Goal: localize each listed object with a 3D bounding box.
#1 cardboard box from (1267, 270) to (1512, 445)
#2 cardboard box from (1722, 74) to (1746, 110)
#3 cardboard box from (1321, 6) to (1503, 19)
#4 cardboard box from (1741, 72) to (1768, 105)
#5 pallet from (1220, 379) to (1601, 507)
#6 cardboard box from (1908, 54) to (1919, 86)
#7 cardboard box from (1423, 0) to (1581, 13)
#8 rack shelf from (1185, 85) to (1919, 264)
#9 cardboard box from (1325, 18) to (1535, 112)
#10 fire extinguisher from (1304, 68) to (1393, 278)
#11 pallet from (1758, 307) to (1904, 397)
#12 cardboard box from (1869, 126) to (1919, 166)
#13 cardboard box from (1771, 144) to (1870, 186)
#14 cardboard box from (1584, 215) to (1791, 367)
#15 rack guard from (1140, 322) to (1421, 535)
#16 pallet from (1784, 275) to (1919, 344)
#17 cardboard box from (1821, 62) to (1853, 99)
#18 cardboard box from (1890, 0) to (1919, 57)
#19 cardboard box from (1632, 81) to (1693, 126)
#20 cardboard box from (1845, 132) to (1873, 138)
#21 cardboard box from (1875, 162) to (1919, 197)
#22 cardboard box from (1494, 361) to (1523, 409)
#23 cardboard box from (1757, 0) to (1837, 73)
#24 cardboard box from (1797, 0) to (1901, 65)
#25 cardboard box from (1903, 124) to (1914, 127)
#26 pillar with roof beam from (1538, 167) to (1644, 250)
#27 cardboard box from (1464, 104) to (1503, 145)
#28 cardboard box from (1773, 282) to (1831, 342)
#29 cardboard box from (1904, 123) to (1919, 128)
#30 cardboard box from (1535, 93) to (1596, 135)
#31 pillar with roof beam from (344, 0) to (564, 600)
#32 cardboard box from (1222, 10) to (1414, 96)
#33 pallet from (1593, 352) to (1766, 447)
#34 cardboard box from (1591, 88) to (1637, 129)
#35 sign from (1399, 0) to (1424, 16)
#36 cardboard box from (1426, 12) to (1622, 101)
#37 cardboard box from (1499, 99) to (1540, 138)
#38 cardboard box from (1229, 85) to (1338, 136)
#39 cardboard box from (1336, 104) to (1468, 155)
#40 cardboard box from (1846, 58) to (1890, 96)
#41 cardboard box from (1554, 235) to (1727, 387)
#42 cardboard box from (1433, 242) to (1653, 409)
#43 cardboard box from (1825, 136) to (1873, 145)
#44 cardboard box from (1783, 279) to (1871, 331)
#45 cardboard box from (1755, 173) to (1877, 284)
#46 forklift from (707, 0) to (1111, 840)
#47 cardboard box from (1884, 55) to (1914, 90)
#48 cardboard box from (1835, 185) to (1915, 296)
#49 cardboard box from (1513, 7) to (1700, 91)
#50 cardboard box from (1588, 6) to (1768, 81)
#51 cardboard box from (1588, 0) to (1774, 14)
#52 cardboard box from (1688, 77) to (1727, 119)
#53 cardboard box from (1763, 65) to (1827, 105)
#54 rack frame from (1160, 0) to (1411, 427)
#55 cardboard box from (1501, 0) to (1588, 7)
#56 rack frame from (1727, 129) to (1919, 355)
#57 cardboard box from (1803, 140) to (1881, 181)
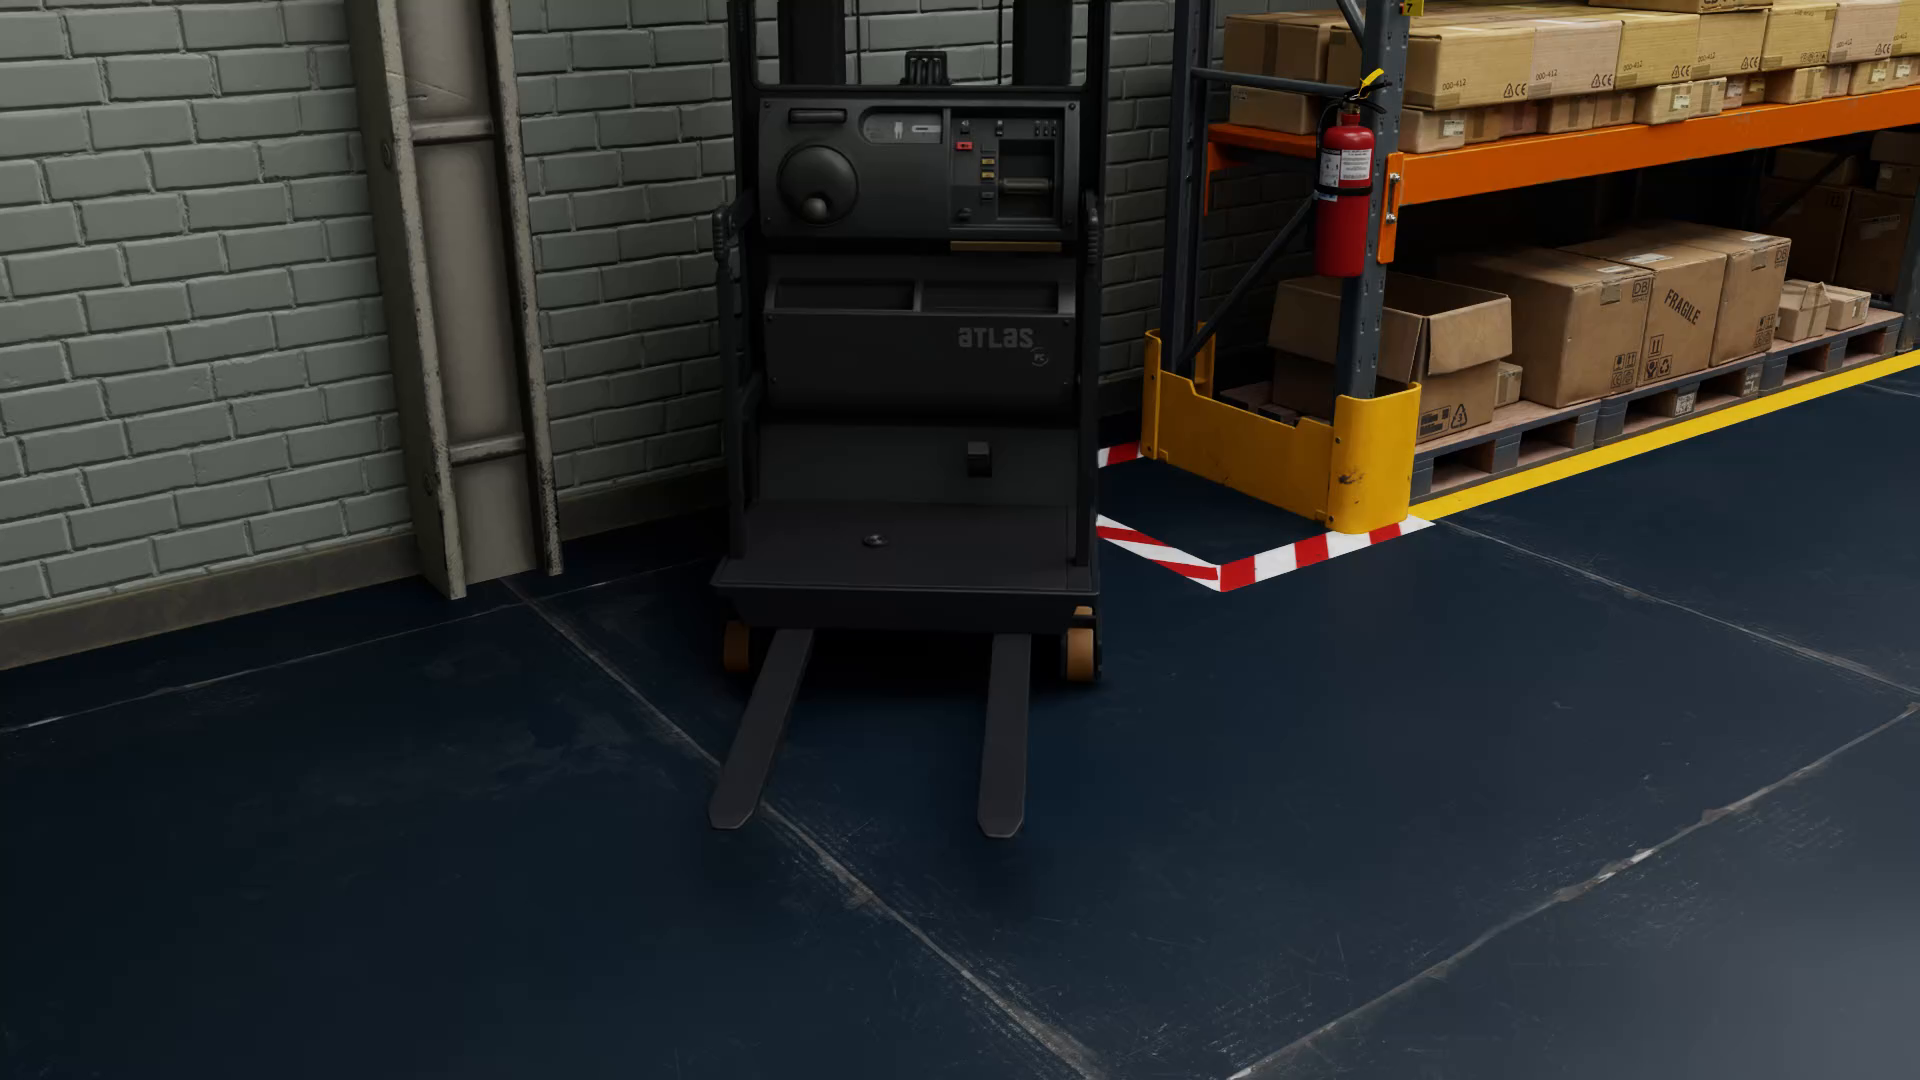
[{"bbox_3d":[1.680,-0.739,6.502,0.637,0.503,0.797,-16,27,-35],"label":"cardboard box"},{"bbox_3d":[3.001,-1.875,6.886,0.250,0.149,0.380,-15,26,-33],"label":"cardboard box"},{"bbox_3d":[1.766,-1.958,6.558,0.500,0.250,0.500,-15,26,-33],"label":"cardboard box"},{"bbox_3d":[3.174,-1.942,7.055,0.250,0.149,0.380,-14,26,-32],"label":"cardboard box"},{"bbox_3d":[1.837,-0.493,6.848,1.213,0.211,1.003,-15,26,-33],"label":"pallet"},{"bbox_3d":[4.264,-2.203,7.709,0.250,0.149,0.380,-15,26,-32],"label":"cardboard box"},{"bbox_3d":[2.171,-2.064,6.823,0.500,0.250,0.500,-14,26,-31],"label":"cardboard box"},{"bbox_3d":[2.752,-1.698,7.075,4.000,0.370,1.077,-15,26,-33],"label":"rack shelf"},{"bbox_3d":[1.654,-1.685,5.872,0.500,0.250,0.500,-15,26,-33],"label":"cardboard box"},{"bbox_3d":[1.279,-1.219,5.512,0.183,0.674,0.296,-15,26,-33],"label":"fire extinguisher"},{"bbox_3d":[3.818,-1.021,8.171,1.213,0.211,1.003,-15,26,-33],"label":"pallet"},{"bbox_3d":[4.787,-1.954,8.276,0.250,0.149,0.380,-15,26,-34],"label":"cardboard box"},{"bbox_3d":[4.506,-1.967,8.708,0.250,0.149,0.380,-16,27,-35],"label":"cardboard box"},{"bbox_3d":[3.240,-1.135,7.500,0.500,0.500,0.700,-16,27,-35],"label":"cardboard box"},{"bbox_3d":[1.190,-0.455,6.361,0.348,0.500,1.175,-15,26,-33],"label":"rack guard"},{"bbox_3d":[5.014,-1.357,9.013,1.213,0.211,1.003,-15,26,-33],"label":"pallet"},{"bbox_3d":[3.640,-2.028,7.271,0.250,0.149,0.380,-14,26,-31],"label":"cardboard box"},{"bbox_3d":[4.105,-2.350,7.539,0.500,0.250,0.500,-14,26,-32],"label":"cardboard box"},{"bbox_3d":[2.630,-1.735,6.536,0.250,0.149,0.380,-16,27,-34],"label":"cardboard box"},{"bbox_3d":[5.101,-2.144,9.152,0.250,0.149,0.380,-16,27,-35],"label":"cardboard box"},{"bbox_3d":[4.822,-1.798,8.285,0.250,0.149,0.380,-14,25,-30],"label":"cardboard box"},{"bbox_3d":[2.048,-0.654,6.768,0.250,0.149,0.380,-16,27,-35],"label":"cardboard box"},{"bbox_3d":[3.294,-2.133,6.995,0.500,0.250,0.500,-15,26,-33],"label":"cardboard box"},{"bbox_3d":[3.707,-2.237,7.256,0.500,0.250,0.500,-15,26,-33],"label":"cardboard box"},{"bbox_3d":[5.532,-2.260,9.443,0.250,0.149,0.380,-14,26,-32],"label":"cardboard box"},{"bbox_3d":[5.798,-4.077,3.971,0.400,9.000,9.100,-15,26,-33],"label":"pillar with roof beam"},{"bbox_3d":[1.735,-1.540,6.047,0.250,0.149,0.380,-14,26,-32],"label":"cardboard box"},{"bbox_3d":[3.805,-1.104,7.738,0.258,0.266,0.396,-14,26,-31],"label":"cardboard box"},{"bbox_3d":[5.005,-2.007,8.407,0.250,0.149,0.380,-16,27,-35],"label":"cardboard box"},{"bbox_3d":[2.169,-1.644,6.307,0.250,0.149,0.380,-14,26,-31],"label":"cardboard box"},{"bbox_3d":[0.928,-2.778,0.716,0.400,9.000,9.100,-15,26,-33],"label":"pillar with roof beam"},{"bbox_3d":[1.347,-1.847,6.279,0.500,0.250,0.500,-14,26,-31],"label":"cardboard box"},{"bbox_3d":[2.826,-0.756,7.506,1.213,0.211,1.003,-15,26,-33],"label":"pallet"},{"bbox_3d":[2.381,-1.703,6.455,0.250,0.149,0.380,-14,26,-32],"label":"cardboard box"},{"bbox_3d":[1.446,-1.838,5.287,0.005,0.325,0.100,-15,26,-33],"label":"sign"},{"bbox_3d":[2.063,-1.794,6.146,0.500,0.250,0.500,-15,26,-32],"label":"cardboard box"},{"bbox_3d":[1.928,-1.607,6.216,0.250,0.149,0.380,-15,26,-34],"label":"cardboard box"},{"bbox_3d":[1.241,-1.635,6.285,0.250,0.149,0.380,-15,26,-33],"label":"cardboard box"},{"bbox_3d":[1.556,-1.471,5.875,0.250,0.149,0.380,-15,26,-33],"label":"cardboard box"},{"bbox_3d":[3.869,-2.077,7.393,0.250,0.149,0.380,-14,26,-31],"label":"cardboard box"},{"bbox_3d":[2.885,-0.995,7.148,0.500,0.500,0.500,-14,26,-32],"label":"cardboard box"},{"bbox_3d":[2.397,-0.910,6.937,0.500,0.500,0.700,-14,26,-31],"label":"cardboard box"},{"bbox_3d":[4.909,-2.080,8.993,0.250,0.149,0.380,-15,26,-32],"label":"cardboard box"},{"bbox_3d":[4.095,-1.127,7.953,0.250,0.149,0.380,-16,27,-34],"label":"cardboard box"},{"bbox_3d":[4.601,-1.694,8.901,0.500,0.500,0.500,-15,26,-33],"label":"cardboard box"},{"bbox_3d":[-0.130,-1.068,4.617,1.130,2.935,3.031,1,22,3],"label":"forklift"},{"bbox_3d":[4.066,-2.140,7.552,0.250,0.149,0.380,-14,26,-31],"label":"cardboard box"},{"bbox_3d":[4.900,-1.536,8.504,0.500,0.500,0.500,-14,25,-31],"label":"cardboard box"},{"bbox_3d":[2.473,-1.905,6.423,0.500,0.250,0.500,-16,26,-34],"label":"cardboard box"},{"bbox_3d":[2.876,-2.022,6.717,0.500,0.250,0.500,-16,27,-34],"label":"cardboard box"},{"bbox_3d":[2.872,-2.358,6.547,0.500,0.500,0.500,-14,26,-32],"label":"cardboard box"},{"bbox_3d":[2.832,-1.798,6.694,0.250,0.149,0.380,-14,26,-32],"label":"cardboard box"},{"bbox_3d":[3.449,-1.964,7.111,0.250,0.149,0.380,-15,26,-34],"label":"cardboard box"},{"bbox_3d":[1.129,-1.599,5.856,0.127,3.000,1.000,-15,26,-33],"label":"rack frame"},{"bbox_3d":[2.596,-2.177,7.106,0.500,0.250,0.500,-15,26,-33],"label":"cardboard box"},{"bbox_3d":[4.376,-2.465,8.026,0.127,3.000,1.000,-15,26,-33],"label":"rack frame"},{"bbox_3d":[4.716,-2.025,8.855,0.250,0.149,0.380,-15,26,-33],"label":"cardboard box"}]
